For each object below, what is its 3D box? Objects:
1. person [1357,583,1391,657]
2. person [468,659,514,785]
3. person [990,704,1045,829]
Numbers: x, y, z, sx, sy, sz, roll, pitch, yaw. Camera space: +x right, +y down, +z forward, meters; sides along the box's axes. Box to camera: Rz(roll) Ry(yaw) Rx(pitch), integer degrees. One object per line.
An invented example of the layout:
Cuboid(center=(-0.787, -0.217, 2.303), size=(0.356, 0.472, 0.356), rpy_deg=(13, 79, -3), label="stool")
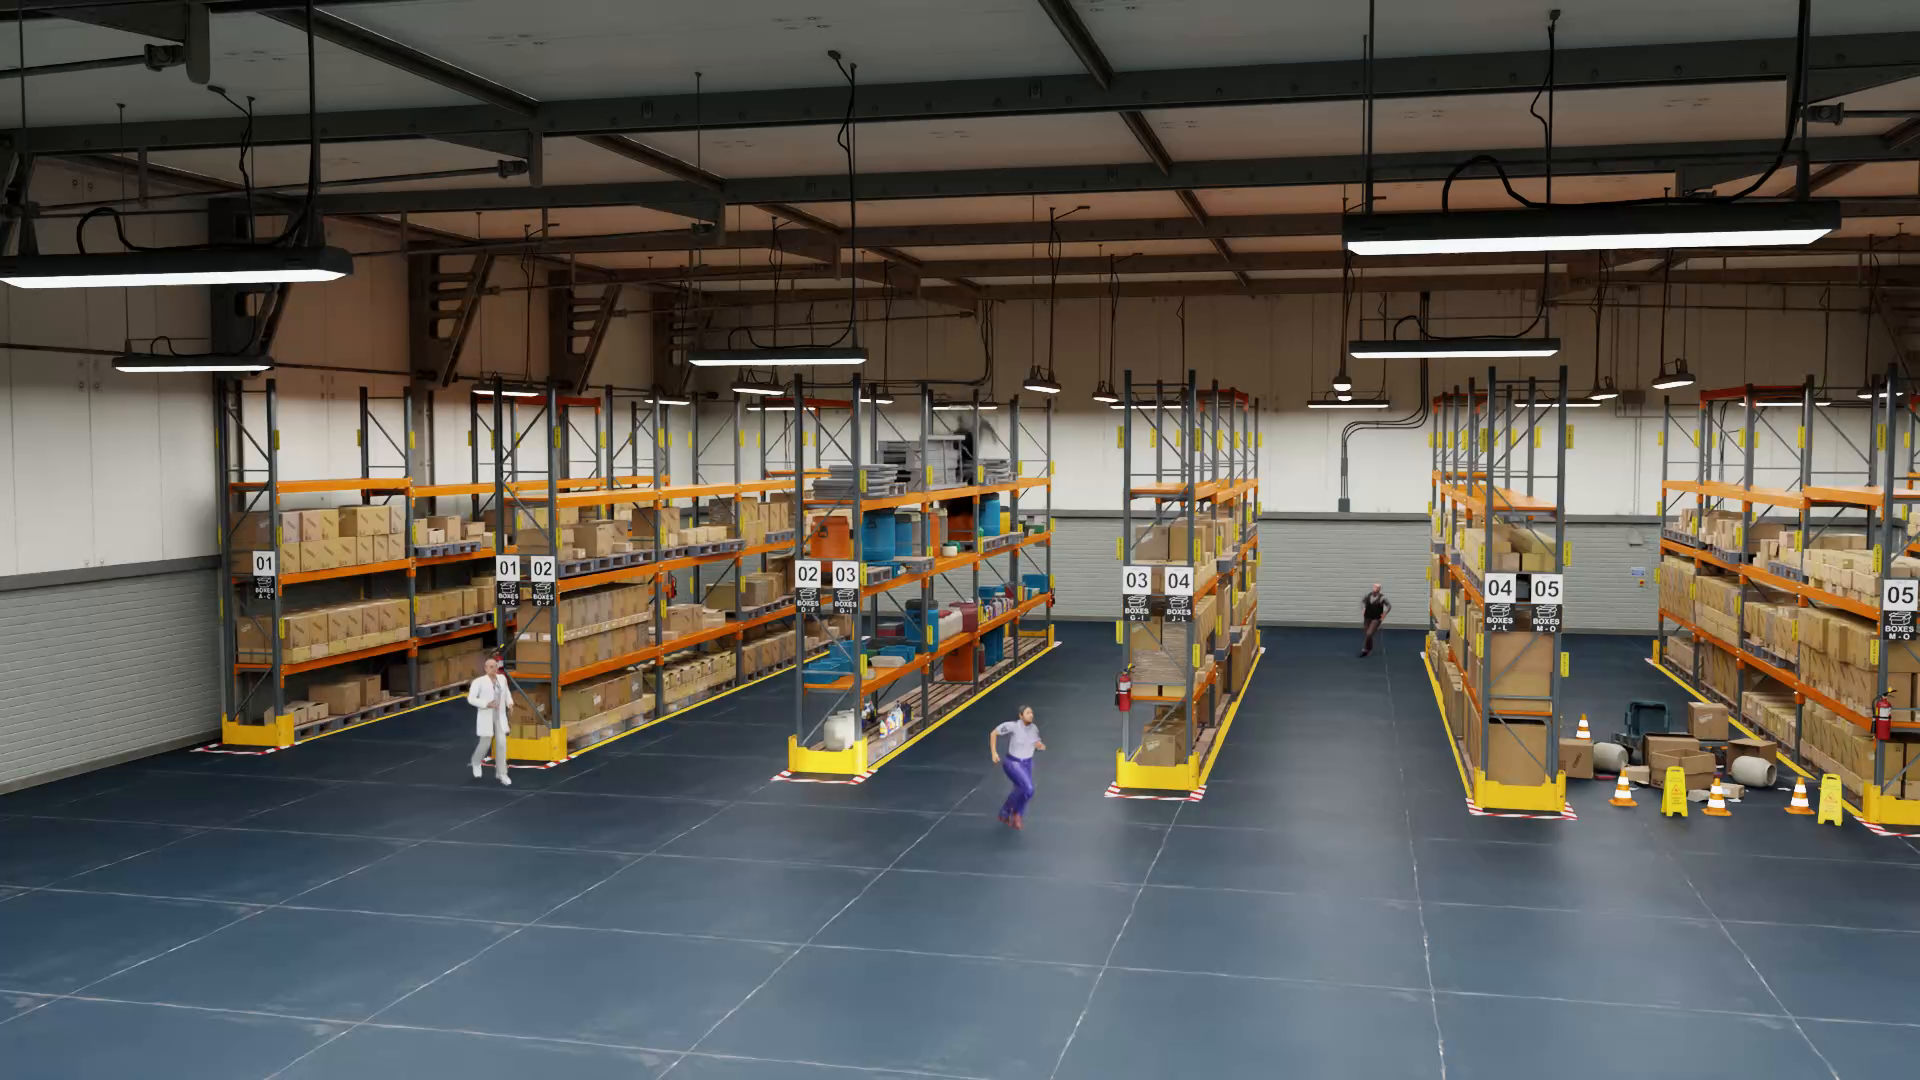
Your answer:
Cuboid(center=(9.532, 1.841, 38.347), size=(0.715, 1.702, 0.786), rpy_deg=(3, 4, 38), label="person")
Cuboid(center=(-6.886, 2.642, 24.414), size=(0.734, 1.809, 0.947), rpy_deg=(-3, 5, -41), label="person")
Cuboid(center=(0.764, 2.906, 21.298), size=(0.634, 1.592, 0.757), rpy_deg=(-3, 5, -43), label="person")
